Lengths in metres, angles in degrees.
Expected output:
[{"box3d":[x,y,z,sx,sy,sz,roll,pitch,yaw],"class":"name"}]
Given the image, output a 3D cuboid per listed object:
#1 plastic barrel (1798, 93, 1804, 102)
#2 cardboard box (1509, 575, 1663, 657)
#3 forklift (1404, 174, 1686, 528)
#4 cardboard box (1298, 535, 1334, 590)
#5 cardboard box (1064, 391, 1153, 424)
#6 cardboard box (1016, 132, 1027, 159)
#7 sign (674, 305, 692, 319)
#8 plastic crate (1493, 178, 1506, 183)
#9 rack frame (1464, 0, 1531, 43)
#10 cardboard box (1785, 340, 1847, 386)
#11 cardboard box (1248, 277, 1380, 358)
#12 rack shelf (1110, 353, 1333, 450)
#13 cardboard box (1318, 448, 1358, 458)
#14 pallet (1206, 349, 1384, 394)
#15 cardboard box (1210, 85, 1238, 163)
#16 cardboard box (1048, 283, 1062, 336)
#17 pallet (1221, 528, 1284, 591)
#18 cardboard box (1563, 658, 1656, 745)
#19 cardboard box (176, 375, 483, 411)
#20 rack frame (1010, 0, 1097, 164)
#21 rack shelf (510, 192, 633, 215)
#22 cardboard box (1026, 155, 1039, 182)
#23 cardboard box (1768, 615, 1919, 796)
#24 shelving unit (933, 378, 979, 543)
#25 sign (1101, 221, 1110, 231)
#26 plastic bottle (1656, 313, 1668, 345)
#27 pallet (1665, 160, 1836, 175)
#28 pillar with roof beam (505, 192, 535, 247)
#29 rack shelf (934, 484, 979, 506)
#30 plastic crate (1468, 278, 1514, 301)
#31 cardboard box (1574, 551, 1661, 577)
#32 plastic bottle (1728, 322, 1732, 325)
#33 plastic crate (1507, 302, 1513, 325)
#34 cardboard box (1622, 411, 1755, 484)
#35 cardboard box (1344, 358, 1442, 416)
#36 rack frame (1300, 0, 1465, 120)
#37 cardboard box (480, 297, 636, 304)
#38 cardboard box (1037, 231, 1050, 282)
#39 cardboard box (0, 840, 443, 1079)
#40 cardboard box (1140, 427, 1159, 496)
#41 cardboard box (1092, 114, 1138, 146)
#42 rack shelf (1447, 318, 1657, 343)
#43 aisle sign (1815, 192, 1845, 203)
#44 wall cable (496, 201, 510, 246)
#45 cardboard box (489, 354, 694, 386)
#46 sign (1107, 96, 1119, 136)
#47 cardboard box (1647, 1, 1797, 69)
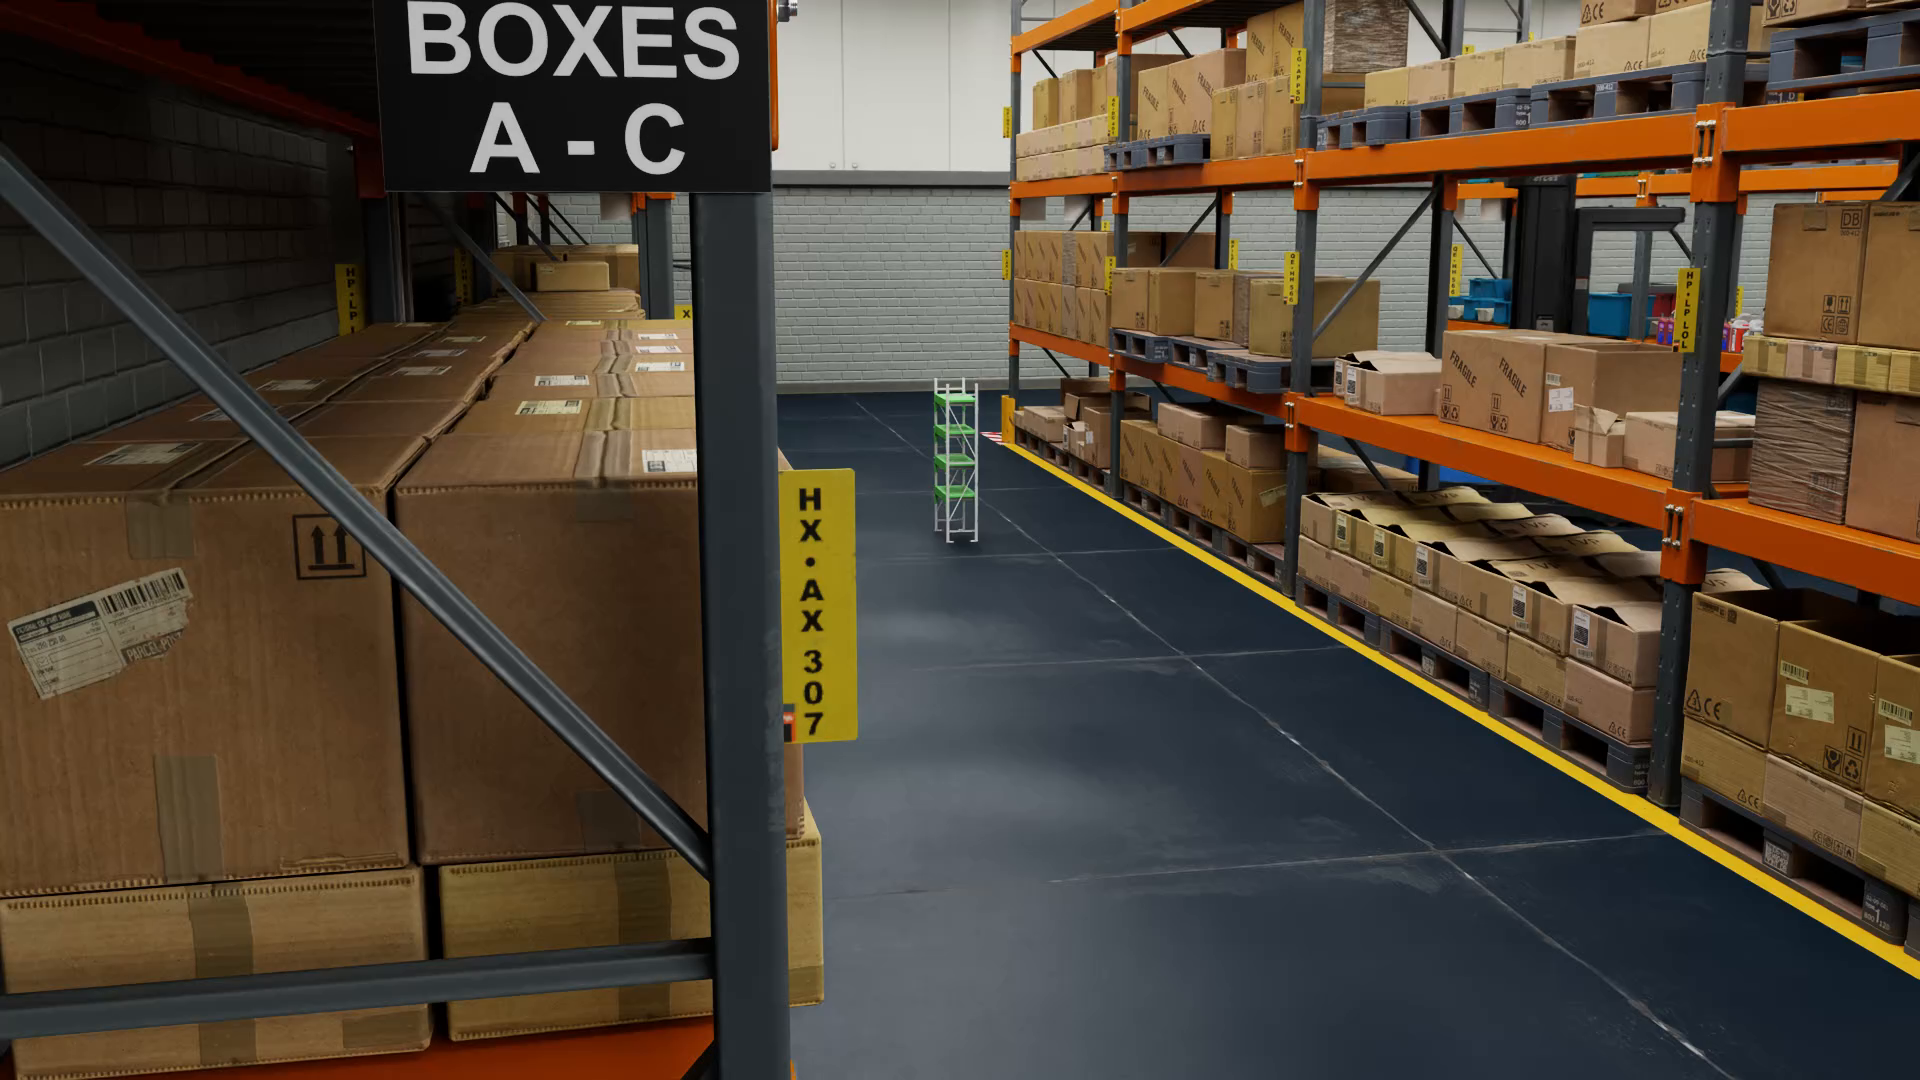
[{"box3d":[7.057,-3.649,14.197,0.600,0.588,0.600,0,11,0],"class":"plastic barrel"},{"box3d":[2.910,0.320,7.725,0.500,0.311,0.500,-2,11,-9],"class":"cardboard box"},{"box3d":[5.230,-1.645,13.498,3.031,2.935,1.130,3,11,16],"class":"forklift"},{"box3d":[2.413,0.127,10.235,0.500,0.250,0.500,-2,11,-11],"class":"cardboard box"},{"box3d":[1.451,-1.192,16.434,0.797,0.503,0.637,-2,11,-11],"class":"cardboard box"},{"box3d":[0.888,-4.133,17.429,0.500,0.250,0.500,-2,11,-11],"class":"cardboard box"},{"box3d":[-0.950,-0.656,5.804,0.100,0.325,0.005,-2,11,-11],"class":"sign"},{"box3d":[5.930,-3.923,17.430,0.504,0.338,0.767,-2,11,-11],"class":"plastic crate"},{"box3d":[5.903,-5.718,18.669,1.000,3.000,0.127,-2,11,-11],"class":"rack frame"},{"box3d":[3.288,-0.656,6.116,0.380,0.149,0.250,-2,11,-10],"class":"cardboard box"},{"box3d":[2.366,-1.491,11.115,0.700,0.500,0.500,-6,12,-30],"class":"cardboard box"},{"box3d":[2.210,-1.137,12.573,1.077,0.370,4.000,-2,11,-11],"class":"rack shelf"},{"box3d":[2.591,-0.394,12.252,0.500,0.500,0.500,-2,11,-12],"class":"cardboard box"},{"box3d":[2.398,-1.151,11.236,1.213,0.211,1.003,-2,11,-11],"class":"pallet"},{"box3d":[2.281,-2.914,11.695,0.910,0.500,0.500,-2,11,-11],"class":"cardboard box"},{"box3d":[1.167,-2.271,16.337,0.500,0.500,0.500,-2,11,-10],"class":"cardboard box"},{"box3d":[2.491,0.108,11.566,1.003,0.211,1.213,-2,11,-11],"class":"pallet"},{"box3d":[3.012,0.689,7.286,0.500,0.250,0.500,-2,11,-12],"class":"cardboard box"},{"box3d":[-1.196,-0.046,3.259,0.500,0.500,0.500,-2,11,-13],"class":"cardboard box"},{"box3d":[1.043,-5.538,17.726,1.000,3.000,0.127,-2,11,-11],"class":"rack frame"},{"box3d":[-3.426,-3.163,15.196,1.077,0.370,4.000,-2,11,-11],"class":"rack shelf"},{"box3d":[0.978,-3.795,16.993,0.500,0.250,0.500,-2,11,-11],"class":"cardboard box"},{"box3d":[3.265,0.574,5.884,0.500,0.500,0.500,-2,11,-11],"class":"cardboard box"},{"box3d":[-0.032,-0.620,12.744,0.258,1.200,0.503,-2,11,-11],"class":"shelving unit"},{"box3d":[1.592,-3.332,18.236,0.100,0.325,0.005,-2,11,-11],"class":"sign"},{"box3d":[6.334,-1.897,14.951,0.061,0.283,0.133,-2,11,-11],"class":"plastic bottle"},{"box3d":[6.929,-3.277,14.376,1.213,0.211,1.003,-2,11,-11],"class":"pallet"},{"box3d":[-0.966,-5.978,20.035,9.100,9.000,0.400,-2,11,-11],"class":"pillar with roof beam"},{"box3d":[-0.032,-0.321,12.801,0.258,0.148,0.480,-2,11,-11],"class":"rack shelf"},{"box3d":[6.151,-2.763,18.934,0.616,0.435,0.499,-2,11,-11],"class":"plastic crate"},{"box3d":[3.347,0.207,8.317,0.500,0.311,0.500,-2,11,-13],"class":"cardboard box"},{"box3d":[6.956,-1.871,15.034,0.097,0.201,0.097,0,11,0],"class":"plastic bottle"},{"box3d":[5.942,-2.364,17.381,0.416,0.233,0.300,-2,11,-11],"class":"plastic crate"},{"box3d":[3.239,-0.405,7.204,0.500,0.250,0.500,-1,11,-7],"class":"cardboard box"},{"box3d":[2.583,-0.909,9.688,0.500,0.311,0.500,-2,11,-12],"class":"cardboard box"},{"box3d":[2.599,-4.071,10.017,1.000,3.000,0.127,-2,11,-11],"class":"rack frame"},{"box3d":[-1.894,-0.895,7.930,0.700,0.500,0.500,-2,11,-11],"class":"cardboard box"},{"box3d":[1.072,-2.853,16.721,0.500,0.500,0.500,-2,11,-10],"class":"cardboard box"},{"box3d":[-0.984,0.510,2.345,0.500,0.250,0.500,-2,11,-10],"class":"cardboard box"},{"box3d":[1.791,-0.651,13.601,0.500,0.500,0.500,-2,11,-10],"class":"cardboard box"},{"box3d":[1.460,-3.582,14.536,0.500,0.250,0.500,-2,11,-11],"class":"cardboard box"},{"box3d":[6.292,-2.050,17.370,1.077,0.370,4.000,-2,11,-11],"class":"rack shelf"},{"box3d":[10.453,-4.230,19.945,0.394,0.787,0.004,-2,11,-11],"class":"aisle sign"},{"box3d":[-4.992,-3.110,18.295,0.084,1.984,1.851,-2,11,-11],"class":"wall cable"},{"box3d":[-0.794,-0.159,3.851,0.500,0.500,0.500,-2,11,-9],"class":"cardboard box"},{"box3d":[1.290,-3.564,13.993,0.100,0.325,0.005,-2,11,-11],"class":"sign"},{"box3d":[3.267,-2.110,7.014,0.500,0.250,0.500,-1,11,-5],"class":"cardboard box"}]
